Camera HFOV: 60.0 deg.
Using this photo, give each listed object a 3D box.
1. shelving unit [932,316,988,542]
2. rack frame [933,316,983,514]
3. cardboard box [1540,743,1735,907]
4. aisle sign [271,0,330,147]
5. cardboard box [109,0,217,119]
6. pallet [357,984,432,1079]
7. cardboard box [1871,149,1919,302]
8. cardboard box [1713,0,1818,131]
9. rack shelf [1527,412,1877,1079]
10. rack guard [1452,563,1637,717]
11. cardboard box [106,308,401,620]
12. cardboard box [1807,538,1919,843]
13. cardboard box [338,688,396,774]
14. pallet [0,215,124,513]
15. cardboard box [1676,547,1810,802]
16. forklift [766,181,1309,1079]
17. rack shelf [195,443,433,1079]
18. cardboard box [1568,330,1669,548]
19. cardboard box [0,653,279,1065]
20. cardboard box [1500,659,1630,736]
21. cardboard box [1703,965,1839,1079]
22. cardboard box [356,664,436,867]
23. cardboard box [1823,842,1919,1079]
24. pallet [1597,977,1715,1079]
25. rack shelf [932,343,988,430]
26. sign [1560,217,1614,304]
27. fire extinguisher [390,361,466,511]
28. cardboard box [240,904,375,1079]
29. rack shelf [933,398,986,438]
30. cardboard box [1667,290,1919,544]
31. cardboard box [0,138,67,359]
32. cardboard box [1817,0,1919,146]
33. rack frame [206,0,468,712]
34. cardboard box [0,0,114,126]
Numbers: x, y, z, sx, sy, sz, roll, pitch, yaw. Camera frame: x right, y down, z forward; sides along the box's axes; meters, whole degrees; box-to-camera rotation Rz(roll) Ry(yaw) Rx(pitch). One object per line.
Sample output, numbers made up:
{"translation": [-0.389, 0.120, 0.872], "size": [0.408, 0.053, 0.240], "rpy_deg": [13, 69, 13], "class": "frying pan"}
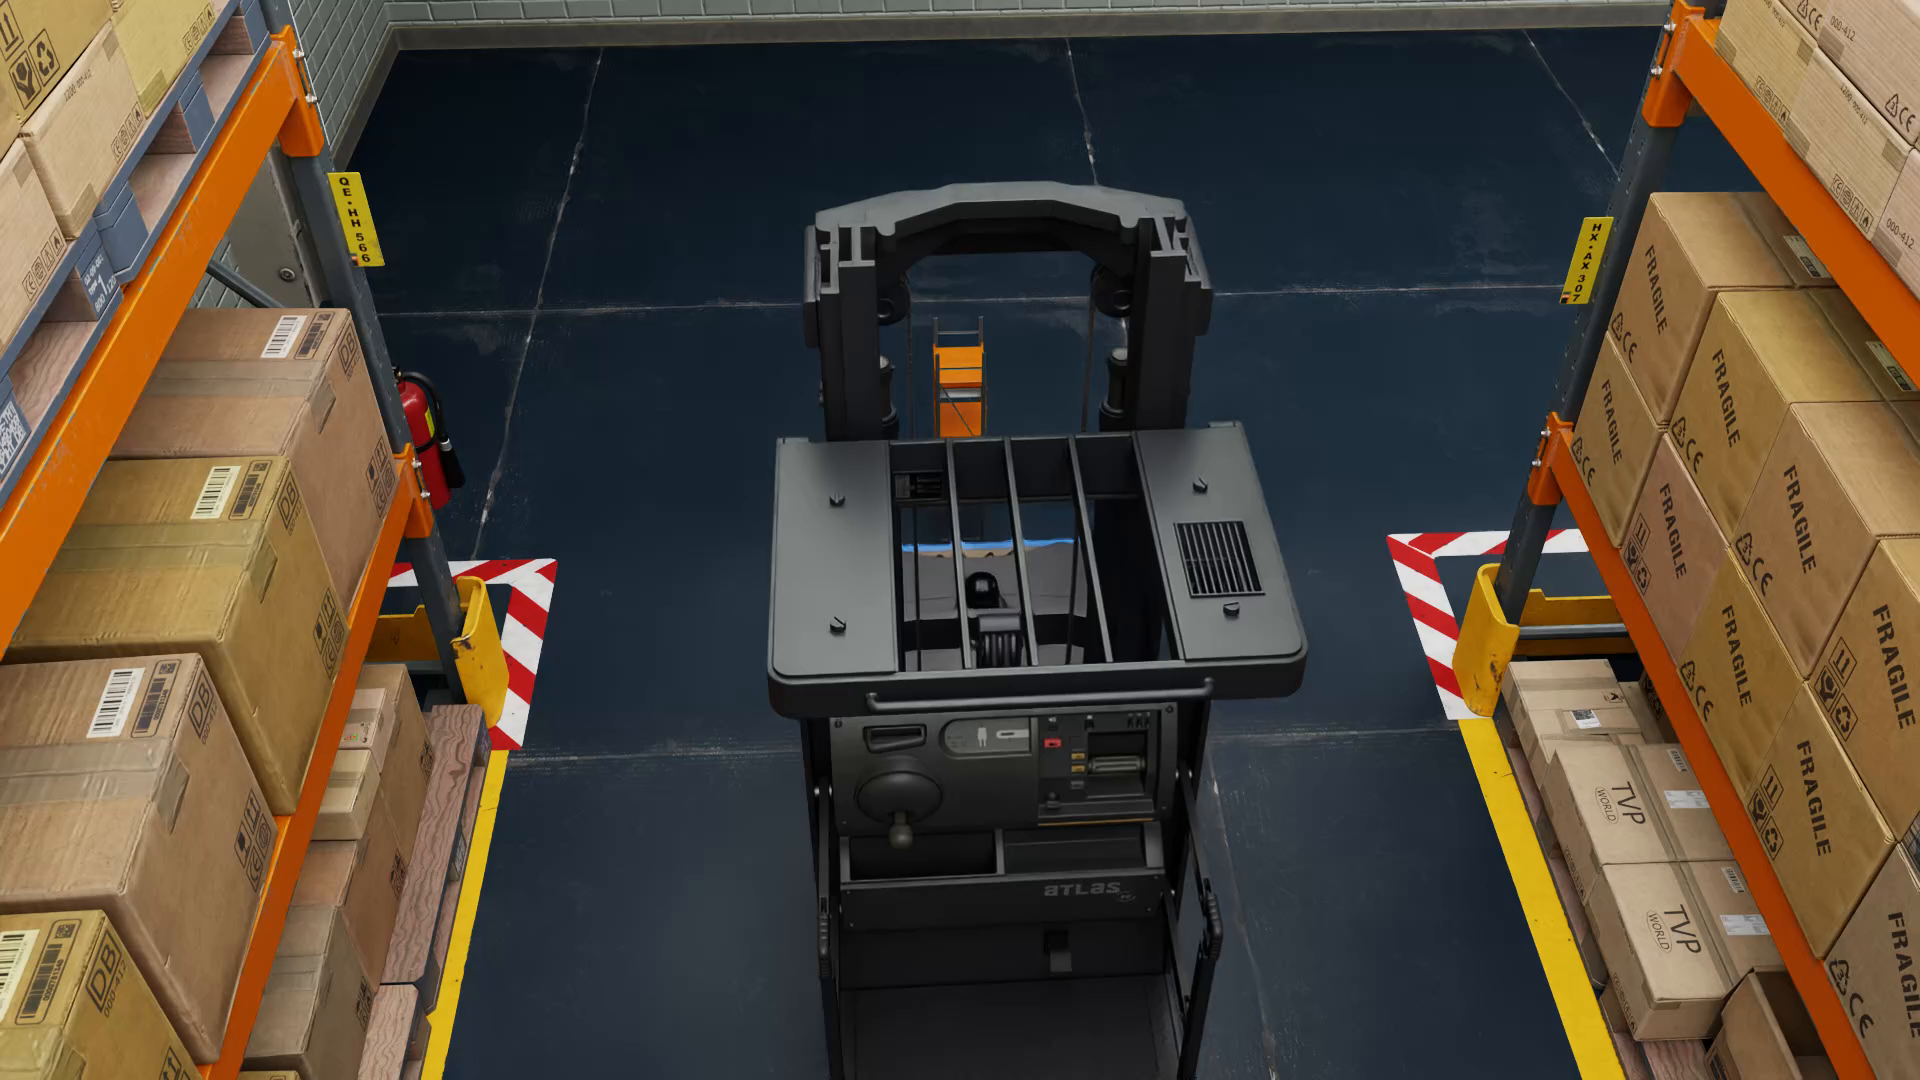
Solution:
{"translation": [-0.002, -0.423, 6.935], "size": [0.215, 1.050, 0.252], "rpy_deg": [-2, 43, -2], "class": "shelving unit"}
{"translation": [-0.007, -0.506, 7.025], "size": [0.200, 1.050, 0.008], "rpy_deg": [-2, 43, -2], "class": "rack frame"}
{"translation": [2.329, 0.968, 5.683], "size": [0.500, 0.250, 0.500], "rpy_deg": [-2, 43, -2], "class": "cardboard box"}
{"translation": [-2.085, -1.467, 4.707], "size": [0.394, 0.787, 0.004], "rpy_deg": [-2, 43, -2], "class": "aisle sign"}
{"translation": [-2.085, -1.207, 3.853], "size": [0.500, 0.250, 0.500], "rpy_deg": [0, 43, 0], "class": "cardboard box"}
{"translation": [-2.220, 1.936, 4.982], "size": [1.003, 0.211, 1.213], "rpy_deg": [-2, 43, -2], "class": "pallet"}
{"translation": [2.367, -0.617, 3.595], "size": [0.500, 0.250, 0.500], "rpy_deg": [-2, 43, -2], "class": "cardboard box"}
{"translation": [2.335, -1.293, 4.331], "size": [0.500, 0.250, 0.500], "rpy_deg": [-2, 43, -2], "class": "cardboard box"}
{"translation": [2.653, 1.019, 4.451], "size": [1.077, 0.370, 4.000], "rpy_deg": [-2, 43, -2], "class": "rack shelf"}
{"translation": [2.571, 0.377, 6.469], "size": [1.175, 0.500, 0.348], "rpy_deg": [-2, 43, -2], "class": "rack guard"}
{"translation": [-2.350, -0.218, 5.046], "size": [0.980, 0.700, 0.700], "rpy_deg": [0, 43, 0], "class": "cardboard box"}
{"translation": [2.392, 0.339, 3.846], "size": [0.500, 0.500, 0.500], "rpy_deg": [-2, 43, -2], "class": "cardboard box"}
{"translation": [-2.064, 0.627, 5.405], "size": [0.380, 0.149, 0.250], "rpy_deg": [-2, 43, -2], "class": "cardboard box"}
{"translation": [-2.285, -0.199, 3.092], "size": [1.003, 0.211, 1.213], "rpy_deg": [-2, 43, -2], "class": "pallet"}
{"translation": [2.369, 0.361, 4.562], "size": [0.500, 0.500, 0.500], "rpy_deg": [-2, 43, -2], "class": "cardboard box"}
{"translation": [0.134, 0.706, 4.311], "size": [1.130, 2.935, 3.031], "rpy_deg": [-2, 43, -3], "class": "forklift"}
{"translation": [-2.296, 1.164, 4.293], "size": [1.077, 0.370, 4.000], "rpy_deg": [-2, 43, -2], "class": "rack shelf"}
{"translation": [2.323, -0.326, 5.312], "size": [0.500, 0.500, 0.500], "rpy_deg": [-1, 43, -1], "class": "cardboard box"}
{"translation": [-2.285, 0.788, 3.949], "size": [0.980, 0.700, 0.700], "rpy_deg": [-4, 43, -4], "class": "cardboard box"}
{"translation": [2.242, 0.585, 6.176], "size": [0.380, 0.149, 0.250], "rpy_deg": [-2, 43, -2], "class": "cardboard box"}
{"translation": [2.653, 1.594, 4.813], "size": [0.797, 0.503, 0.637], "rpy_deg": [-2, 43, -2], "class": "cardboard box"}
{"translation": [-2.252, 0.785, 5.713], "size": [0.700, 0.500, 0.500], "rpy_deg": [-2, 43, -2], "class": "cardboard box"}
{"translation": [2.413, 1.042, 3.819], "size": [0.500, 0.500, 0.500], "rpy_deg": [-1, 43, -1], "class": "cardboard box"}
{"translation": [2.654, 1.843, 5.083], "size": [1.003, 0.211, 1.213], "rpy_deg": [-2, 43, -2], "class": "pallet"}
{"translation": [-0.002, -0.625, 6.750], "size": [0.215, 0.259, 0.240], "rpy_deg": [-2, 43, -2], "class": "rack shelf"}
{"translation": [2.026, -0.900, 5.371], "size": [0.100, 0.325, 0.005], "rpy_deg": [-2, 43, -2], "class": "sign"}
{"translation": [-1.927, -0.401, 5.800], "size": [0.296, 0.674, 0.183], "rpy_deg": [-2, 43, -2], "class": "fire extinguisher"}
{"translation": [-2.208, 1.462, 4.974], "size": [0.700, 0.500, 0.500], "rpy_deg": [-3, 43, -3], "class": "cardboard box"}
{"translation": [-0.002, -0.415, 6.942], "size": [0.215, 0.259, 0.240], "rpy_deg": [-2, 43, -2], "class": "rack shelf"}
{"translation": [2.353, -0.342, 4.589], "size": [0.500, 0.500, 0.500], "rpy_deg": [-1, 43, -1], "class": "cardboard box"}
{"translation": [-2.035, -0.504, 3.087], "size": [0.500, 0.250, 0.500], "rpy_deg": [-3, 43, -3], "class": "cardboard box"}
{"translation": [2.344, -1.139, 3.794], "size": [0.500, 0.250, 0.500], "rpy_deg": [-2, 43, -2], "class": "cardboard box"}
{"translation": [-2.381, -0.452, 5.523], "size": [1.000, 3.000, 0.127], "rpy_deg": [-2, 43, -2], "class": "rack frame"}
{"translation": [-2.067, -1.146, 3.231], "size": [0.500, 0.500, 0.500], "rpy_deg": [0, 43, -1], "class": "cardboard box"}
